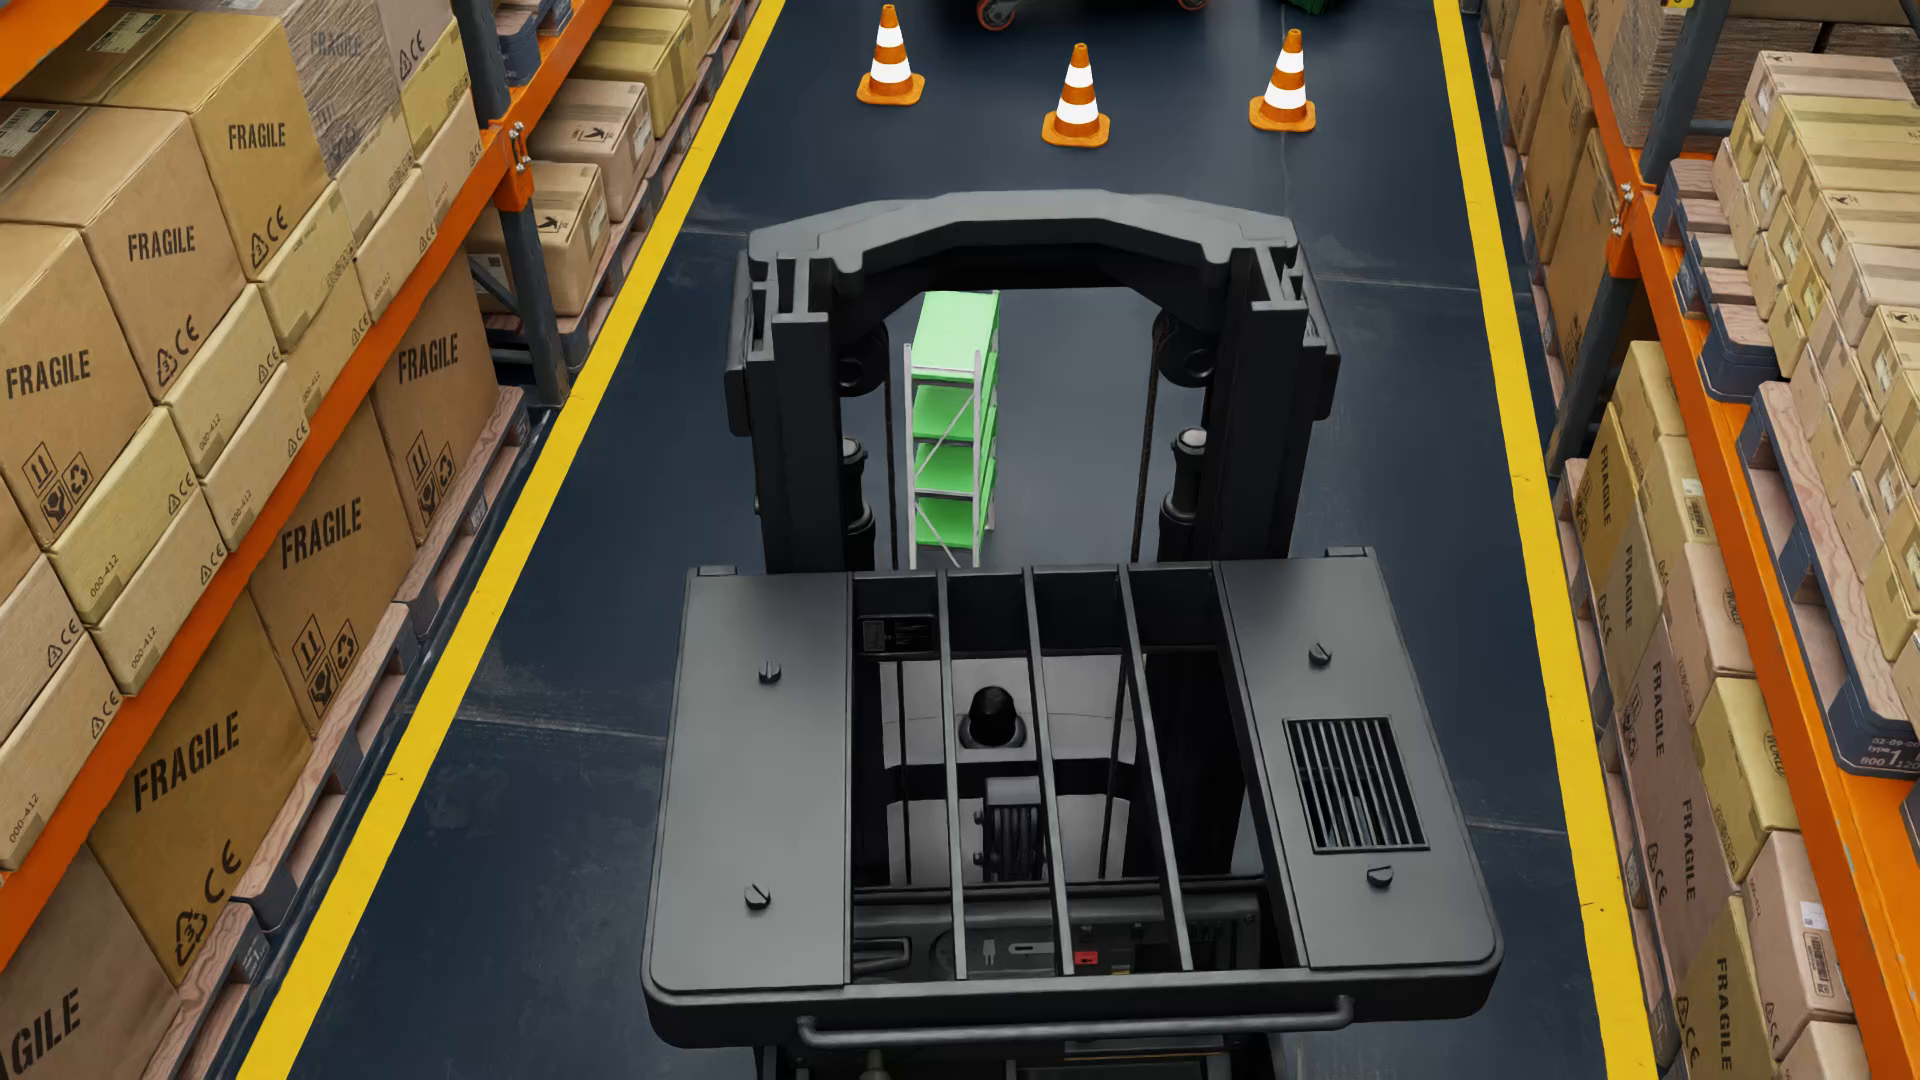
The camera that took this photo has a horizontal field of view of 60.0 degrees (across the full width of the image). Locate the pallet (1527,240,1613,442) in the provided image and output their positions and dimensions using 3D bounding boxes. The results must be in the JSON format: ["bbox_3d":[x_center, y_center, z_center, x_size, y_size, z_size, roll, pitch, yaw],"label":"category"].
[{"bbox_3d":[2.982,-0.845,6.989,1.003,0.211,1.213,5,44,6],"label":"pallet"}]

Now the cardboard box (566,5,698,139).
[{"bbox_3d":[-1.836,-2.310,8.114,0.950,0.372,0.625,7,44,7],"label":"cardboard box"}]

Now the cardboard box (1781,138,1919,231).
[{"bbox_3d":[2.481,-0.957,4.523,0.380,0.149,0.250,5,44,5],"label":"cardboard box"}]

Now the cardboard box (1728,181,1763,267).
[{"bbox_3d":[2.509,-0.919,4.916,0.380,0.149,0.250,7,44,8],"label":"cardboard box"}]

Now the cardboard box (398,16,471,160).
[{"bbox_3d":[-1.929,-1.482,5.379,0.500,0.250,0.500,5,44,5],"label":"cardboard box"}]

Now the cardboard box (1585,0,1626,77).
[{"bbox_3d":[2.664,-2.034,6.144,0.500,0.500,0.500,5,44,6],"label":"cardboard box"}]

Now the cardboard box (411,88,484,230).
[{"bbox_3d":[-1.926,-1.285,5.535,0.500,0.250,0.500,4,44,4],"label":"cardboard box"}]

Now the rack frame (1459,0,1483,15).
[{"bbox_3d":[3.332,-4.053,8.349,1.000,3.000,0.127,5,44,6],"label":"rack frame"}]

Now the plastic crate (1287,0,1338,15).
[{"bbox_3d":[2.057,-3.290,9.547,0.450,0.188,0.662,35,53,18],"label":"plastic crate"}]

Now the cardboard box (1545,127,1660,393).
[{"bbox_3d":[2.973,-1.069,6.528,1.050,0.750,0.750,5,44,5],"label":"cardboard box"}]

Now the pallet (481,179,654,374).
[{"bbox_3d":[-2.012,-1.228,7.393,1.003,0.211,1.213,5,44,6],"label":"pallet"}]

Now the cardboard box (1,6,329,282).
[{"bbox_3d":[-2.058,-1.043,4.370,0.500,0.500,0.500,5,44,6],"label":"cardboard box"}]

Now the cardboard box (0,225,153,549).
[{"bbox_3d":[-2.194,-0.346,3.634,0.500,0.500,0.500,4,44,4],"label":"cardboard box"}]

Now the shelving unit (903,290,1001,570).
[{"bbox_3d":[-0.022,-0.323,5.718,0.258,1.200,0.503,5,44,6],"label":"shelving unit"}]

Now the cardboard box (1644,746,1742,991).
[{"bbox_3d":[2.263,0.928,4.601,0.500,0.500,0.500,4,44,5],"label":"cardboard box"}]

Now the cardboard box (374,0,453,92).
[{"bbox_3d":[-1.926,-1.731,5.097,0.500,0.500,0.500,4,44,4],"label":"cardboard box"}]

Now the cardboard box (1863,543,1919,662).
[{"bbox_3d":[2.300,0.161,3.775,0.380,0.149,0.250,7,44,7],"label":"cardboard box"}]

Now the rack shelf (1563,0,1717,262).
[{"bbox_3d":[3.068,-2.429,7.157,1.077,0.370,4.000,5,44,6],"label":"rack shelf"}]

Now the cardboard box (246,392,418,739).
[{"bbox_3d":[-2.412,-0.018,5.328,0.875,0.875,0.875,6,44,6],"label":"cardboard box"}]

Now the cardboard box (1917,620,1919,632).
[{"bbox_3d":[2.268,0.228,3.488,0.380,0.149,0.250,3,44,3],"label":"cardboard box"}]

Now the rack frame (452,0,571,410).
[{"bbox_3d":[-2.117,-1.708,5.872,1.000,3.000,0.127,5,44,6],"label":"rack frame"}]

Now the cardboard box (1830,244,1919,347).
[{"bbox_3d":[2.411,-0.592,4.138,0.380,0.149,0.250,7,44,7],"label":"cardboard box"}]

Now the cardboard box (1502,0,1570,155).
[{"bbox_3d":[3.208,-2.300,7.828,1.050,0.750,0.750,5,44,6],"label":"cardboard box"}]

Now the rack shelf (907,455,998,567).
[{"bbox_3d":[-0.022,-0.102,5.927,0.258,0.148,0.480,5,44,6],"label":"rack shelf"}]

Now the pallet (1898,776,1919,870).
[{"bbox_3d":[2.520,0.961,3.193,1.003,0.211,1.213,5,44,6],"label":"pallet"}]

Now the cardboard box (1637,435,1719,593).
[{"bbox_3d":[2.405,-0.050,5.089,0.500,0.250,0.500,5,44,5],"label":"cardboard box"}]

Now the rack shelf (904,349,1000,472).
[{"bbox_3d":[-0.022,-0.451,5.597,0.258,0.148,0.480,5,44,6],"label":"rack shelf"}]

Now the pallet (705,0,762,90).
[{"bbox_3d":[-1.689,-2.891,9.149,1.003,0.211,1.213,5,44,6],"label":"pallet"}]

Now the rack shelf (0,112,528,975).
[{"bbox_3d":[-2.381,-0.084,4.680,1.077,0.370,4.000,5,44,6],"label":"rack shelf"}]

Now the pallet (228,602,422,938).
[{"bbox_3d":[-2.459,0.664,5.395,1.003,0.211,1.213,5,44,6],"label":"pallet"}]

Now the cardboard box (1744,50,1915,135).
[{"bbox_3d":[2.550,-1.304,4.890,0.380,0.149,0.250,5,44,6],"label":"cardboard box"}]

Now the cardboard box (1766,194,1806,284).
[{"bbox_3d":[2.475,-0.818,4.593,0.380,0.149,0.250,4,44,4],"label":"cardboard box"}]

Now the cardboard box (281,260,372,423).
[{"bbox_3d":[-2.061,-0.594,4.805,0.500,0.250,0.500,5,44,5],"label":"cardboard box"}]

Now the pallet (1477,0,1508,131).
[{"bbox_3d":[3.305,-2.508,8.745,1.003,0.211,1.213,5,44,6],"label":"pallet"}]

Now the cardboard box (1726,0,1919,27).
[{"bbox_3d":[2.873,-2.031,5.414,0.700,0.500,0.500,5,44,5],"label":"cardboard box"}]

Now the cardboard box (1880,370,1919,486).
[{"bbox_3d":[2.341,-0.241,3.768,0.380,0.149,0.250,5,44,5],"label":"cardboard box"}]

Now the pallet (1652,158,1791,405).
[{"bbox_3d":[2.815,-0.762,5.013,1.213,0.211,1.003,5,44,6],"label":"pallet"}]

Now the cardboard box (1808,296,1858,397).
[{"bbox_3d":[2.408,-0.476,4.232,0.380,0.149,0.250,5,44,6],"label":"cardboard box"}]

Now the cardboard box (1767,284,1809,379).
[{"bbox_3d":[2.439,-0.551,4.527,0.380,0.149,0.250,7,44,7],"label":"cardboard box"}]

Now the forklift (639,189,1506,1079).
[{"bbox_3d":[0.128,0.980,3.083,1.130,2.935,3.031,-2,43,-2],"label":"forklift"}]

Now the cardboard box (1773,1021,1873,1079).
[{"bbox_3d":[2.122,1.351,3.608,0.500,0.250,0.500,4,44,4],"label":"cardboard box"}]

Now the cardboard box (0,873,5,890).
[{"bbox_3d":[-2.326,0.797,3.336,0.500,0.250,0.500,4,44,5],"label":"cardboard box"}]

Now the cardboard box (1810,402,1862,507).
[{"bbox_3d":[2.371,-0.198,4.155,0.380,0.149,0.250,6,44,6],"label":"cardboard box"}]

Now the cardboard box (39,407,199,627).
[{"bbox_3d":[-2.173,-0.083,3.901,0.500,0.250,0.500,6,44,6],"label":"cardboard box"}]

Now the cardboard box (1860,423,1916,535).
[{"bbox_3d":[2.340,-0.123,3.859,0.380,0.149,0.250,7,44,7],"label":"cardboard box"}]

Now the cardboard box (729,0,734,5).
[{"bbox_3d":[-1.655,-3.275,9.133,0.950,0.372,0.625,6,44,6],"label":"cardboard box"}]

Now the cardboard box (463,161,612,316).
[{"bbox_3d":[-2.032,-1.290,7.037,0.950,0.372,0.625,3,43,3],"label":"cardboard box"}]

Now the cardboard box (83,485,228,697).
[{"bbox_3d":[-2.175,0.096,4.076,0.500,0.250,0.500,5,44,5],"label":"cardboard box"}]

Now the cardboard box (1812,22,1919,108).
[{"bbox_3d":[3.130,-1.645,5.733,0.500,0.500,0.500,6,44,6],"label":"cardboard box"}]

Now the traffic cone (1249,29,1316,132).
[{"bbox_3d":[1.658,-2.355,8.401,0.336,0.463,0.334,5,44,6],"label":"traffic cone"}]

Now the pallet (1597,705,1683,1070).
[{"bbox_3d":[2.535,1.047,4.991,1.003,0.211,1.213,5,44,6],"label":"pallet"}]

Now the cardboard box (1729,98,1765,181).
[{"bbox_3d":[2.541,-1.185,4.981,0.380,0.149,0.250,7,44,7],"label":"cardboard box"}]

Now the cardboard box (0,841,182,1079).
[{"bbox_3d":[-2.643,1.207,4.033,0.875,0.875,0.875,6,44,7],"label":"cardboard box"}]

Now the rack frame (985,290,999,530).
[{"bbox_3d":[0.010,-0.489,5.894,0.240,1.200,0.015,5,44,6],"label":"rack frame"}]

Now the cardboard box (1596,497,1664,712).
[{"bbox_3d":[2.394,0.230,5.338,0.500,0.500,0.500,6,44,6],"label":"cardboard box"}]

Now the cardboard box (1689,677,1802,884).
[{"bbox_3d":[2.259,0.641,4.359,0.500,0.250,0.500,3,44,4],"label":"cardboard box"}]

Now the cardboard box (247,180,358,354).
[{"bbox_3d":[-2.040,-0.781,4.639,0.500,0.250,0.500,4,44,4],"label":"cardboard box"}]

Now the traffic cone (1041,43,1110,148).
[{"bbox_3d":[0.589,-2.252,8.292,0.336,0.463,0.334,5,44,6],"label":"traffic cone"}]
